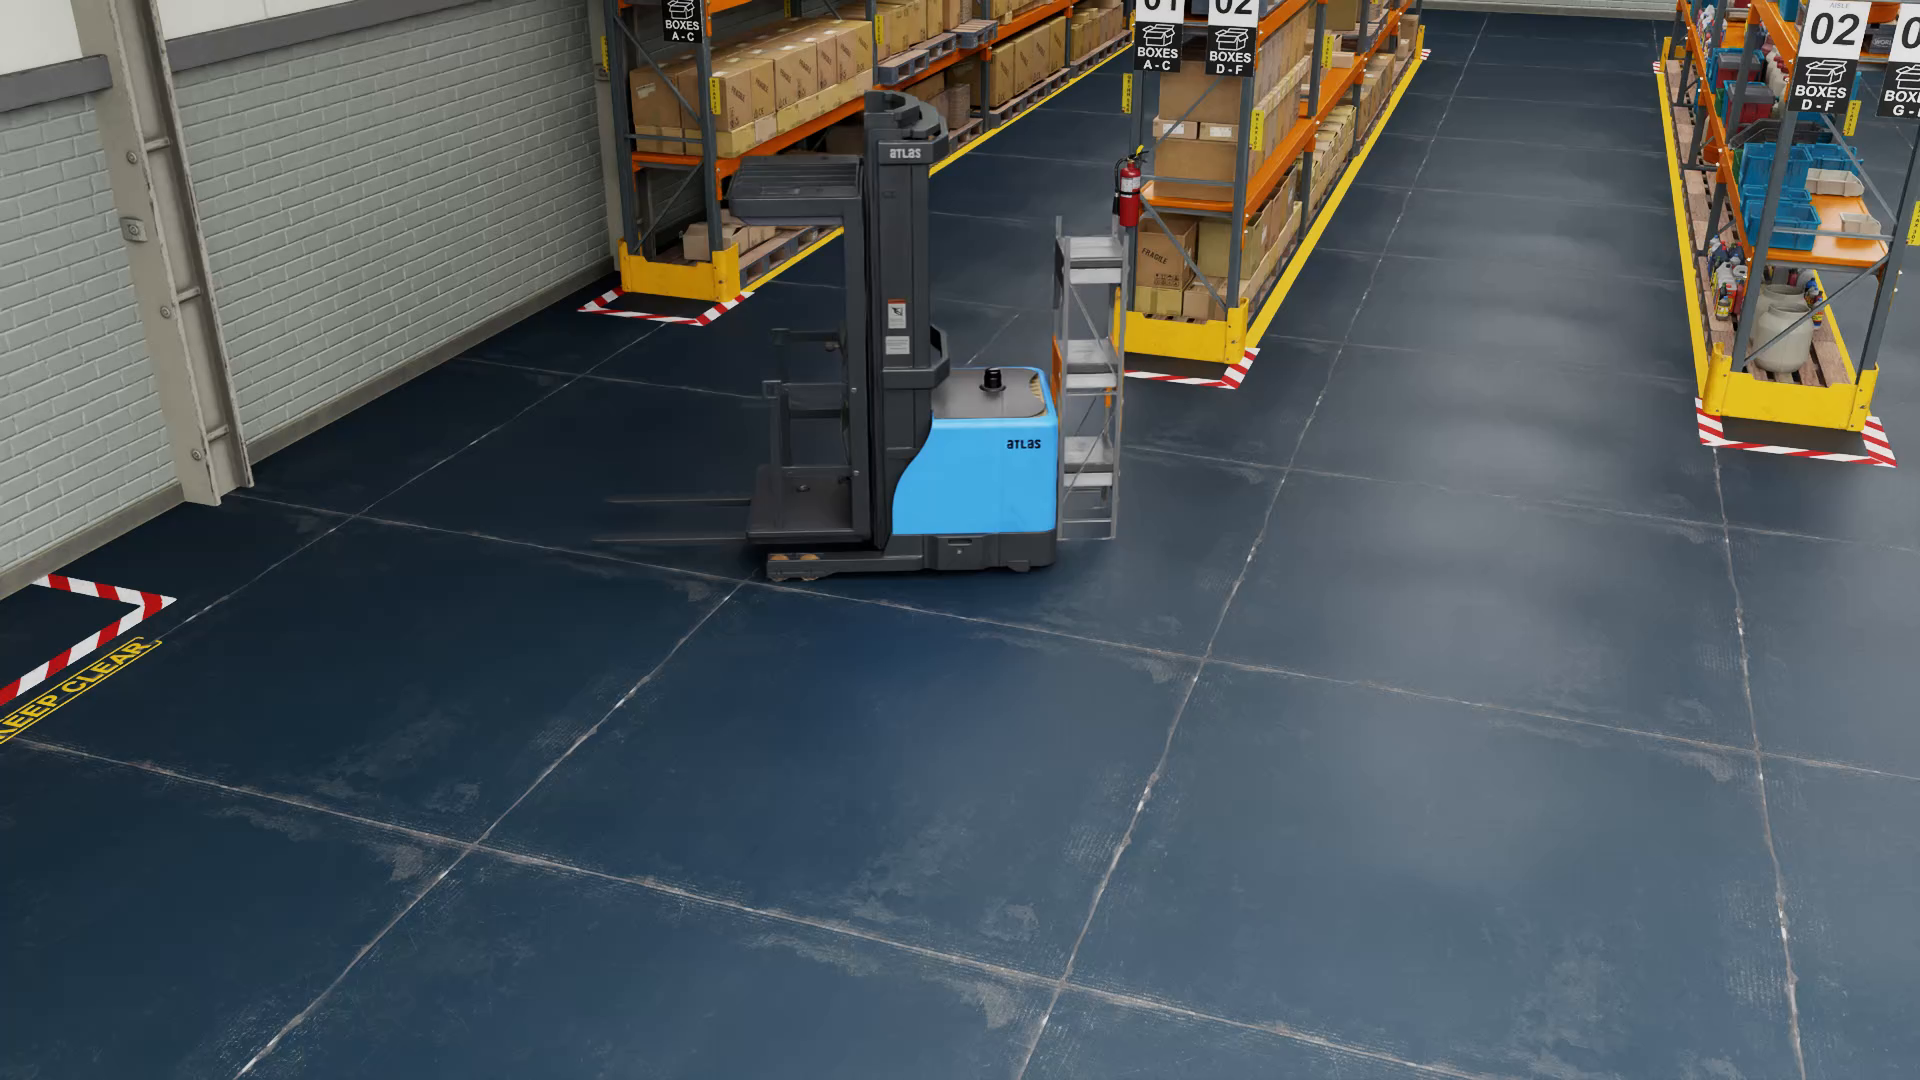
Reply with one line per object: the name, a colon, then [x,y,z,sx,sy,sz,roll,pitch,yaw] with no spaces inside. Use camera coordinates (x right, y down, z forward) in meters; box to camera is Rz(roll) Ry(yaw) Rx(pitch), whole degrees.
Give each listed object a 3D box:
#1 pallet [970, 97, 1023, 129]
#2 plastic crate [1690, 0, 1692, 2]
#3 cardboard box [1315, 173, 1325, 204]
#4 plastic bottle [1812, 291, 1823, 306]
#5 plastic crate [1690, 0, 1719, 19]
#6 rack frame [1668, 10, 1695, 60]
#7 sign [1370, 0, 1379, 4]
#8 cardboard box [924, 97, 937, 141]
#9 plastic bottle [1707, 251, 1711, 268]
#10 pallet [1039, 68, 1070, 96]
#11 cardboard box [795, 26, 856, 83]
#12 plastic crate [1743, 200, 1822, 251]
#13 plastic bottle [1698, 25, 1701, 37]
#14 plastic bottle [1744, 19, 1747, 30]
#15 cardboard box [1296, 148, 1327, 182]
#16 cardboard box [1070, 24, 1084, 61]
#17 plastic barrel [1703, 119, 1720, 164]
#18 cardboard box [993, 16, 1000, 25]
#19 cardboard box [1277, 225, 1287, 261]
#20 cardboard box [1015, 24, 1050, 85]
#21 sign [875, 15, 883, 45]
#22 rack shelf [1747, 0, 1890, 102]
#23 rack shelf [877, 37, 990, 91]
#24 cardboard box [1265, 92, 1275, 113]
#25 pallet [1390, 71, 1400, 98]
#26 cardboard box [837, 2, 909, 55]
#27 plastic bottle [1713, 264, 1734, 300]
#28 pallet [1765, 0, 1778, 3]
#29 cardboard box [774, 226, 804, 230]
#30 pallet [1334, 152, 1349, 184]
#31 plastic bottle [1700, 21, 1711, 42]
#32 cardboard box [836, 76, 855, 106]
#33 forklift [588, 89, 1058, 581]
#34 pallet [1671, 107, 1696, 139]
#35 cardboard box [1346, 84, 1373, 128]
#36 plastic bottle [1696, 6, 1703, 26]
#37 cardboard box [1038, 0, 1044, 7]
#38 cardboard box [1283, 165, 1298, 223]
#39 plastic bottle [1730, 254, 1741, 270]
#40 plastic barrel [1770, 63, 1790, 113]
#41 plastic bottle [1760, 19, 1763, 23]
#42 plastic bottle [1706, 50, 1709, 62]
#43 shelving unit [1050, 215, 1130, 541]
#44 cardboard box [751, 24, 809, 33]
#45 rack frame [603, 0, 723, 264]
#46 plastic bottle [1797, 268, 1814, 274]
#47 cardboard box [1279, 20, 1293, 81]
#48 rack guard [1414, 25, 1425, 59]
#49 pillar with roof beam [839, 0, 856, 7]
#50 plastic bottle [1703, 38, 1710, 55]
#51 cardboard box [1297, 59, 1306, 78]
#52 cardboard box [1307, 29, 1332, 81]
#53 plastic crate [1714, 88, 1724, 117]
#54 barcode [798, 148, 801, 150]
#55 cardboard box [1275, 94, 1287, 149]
pallet: [0.243,-6.091,23.587,1.003,0.211,1.213,9,27,17]
plastic crate: [10.702,-7.642,23.838,0.437,0.125,0.590,9,27,17]
cardboard box: [3.790,-3.963,18.667,0.500,0.250,0.500,9,27,19]
plastic bottle: [7.580,-2.074,14.704,0.061,0.283,0.133,9,27,18]
plastic crate: [10.417,-7.501,23.250,0.392,0.384,0.575,9,27,17]
rack frame: [11.914,-8.884,26.156,1.000,3.000,0.127,9,27,17]
sign: [5.107,-6.758,20.437,0.100,0.325,0.005,9,27,17]
cardboard box: [-0.701,-5.399,21.323,0.700,0.500,0.500,9,27,17]
plastic bottle: [7.334,-2.740,16.173,0.097,0.201,0.097,0,26,0]
pallet: [1.055,-7.093,25.658,1.003,0.211,1.213,9,27,17]
cardboard box: [-1.448,-5.223,17.884,0.500,0.500,0.500,9,27,17]
plastic crate: [6.474,-2.491,13.123,0.499,0.251,0.616,9,27,17]
plastic bottle: [9.819,-6.741,21.959,0.097,0.201,0.097,0,26,0]
plastic bottle: [10.633,-6.952,22.394,0.097,0.201,0.097,0,26,0]
cardboard box: [3.795,-4.215,18.543,0.500,0.311,0.500,8,27,17]
cardboard box: [1.586,-8.033,26.785,0.700,0.500,0.500,9,27,18]
plastic barrel: [9.399,-5.012,20.168,0.600,0.830,0.708,9,27,17]
cardboard box: [0.330,-7.133,22.805,0.380,0.149,0.250,9,27,18]
cardboard box: [2.975,-2.990,16.656,0.500,0.250,0.500,9,27,17]
cardboard box: [0.854,-7.246,24.759,0.750,0.750,0.750,10,27,19]
sign: [-0.907,-5.703,18.594,0.100,0.325,0.005,9,27,17]
rack shelf: [7.255,-4.157,13.776,1.077,0.370,4.000,9,27,17]
rack shelf: [-0.756,-5.887,20.792,1.077,0.370,4.000,9,27,17]
cardboard box: [2.680,-4.025,15.262,0.380,0.149,0.250,8,27,17]
pallet: [6.143,-6.987,25.438,1.003,0.211,1.213,9,27,17]
cardboard box: [-1.027,-6.065,19.714,0.700,0.500,0.500,12,28,23]
plastic bottle: [6.995,-2.358,15.213,0.144,0.351,0.185,10,28,20]
pallet: [7.773,-4.907,14.717,1.213,0.211,1.003,9,27,17]
cardboard box: [-1.956,-3.618,17.644,0.700,0.500,0.500,7,27,14]
pallet: [4.271,-4.728,20.773,1.003,0.211,1.213,9,27,17]
plastic bottle: [9.684,-6.573,21.526,0.152,0.276,0.135,9,27,17]
cardboard box: [-1.467,-4.888,18.053,0.500,0.250,0.500,9,27,18]
forklift: [-0.903,-1.290,10.550,3.031,2.935,1.130,-1,26,-2]
pallet: [10.287,-5.674,22.726,1.003,0.211,1.213,9,27,17]
cardboard box: [5.172,-5.750,22.048,0.500,0.500,0.500,8,27,16]
plastic bottle: [10.059,-7.099,22.603,0.061,0.283,0.133,9,27,17]
cardboard box: [1.028,-7.978,24.550,0.380,0.149,0.250,9,27,17]
cardboard box: [3.126,-3.535,16.922,0.500,0.500,0.500,9,27,17]
plastic bottle: [7.327,-2.574,15.750,0.097,0.271,0.097,0,26,0]
plastic barrel: [8.690,-4.676,17.310,0.433,0.535,0.433,0,26,0]
plastic bottle: [10.524,-6.717,21.737,0.144,0.351,0.185,9,27,17]
plastic bottle: [9.117,-5.874,20.169,0.097,0.201,0.097,0,26,0]
shelving unit: [0.838,-1.052,11.014,0.431,2.100,0.503,-2,26,-3]
cardboard box: [-1.951,-5.293,18.029,0.500,0.500,0.500,9,27,17]
rack frame: [-2.753,-3.745,15.543,1.000,3.000,0.127,9,27,17]
plastic bottle: [7.807,-2.440,15.382,0.144,0.351,0.185,9,27,17]
cardboard box: [2.775,-4.704,15.921,0.700,0.500,0.500,9,27,17]
rack guard: [7.219,-8.447,28.123,1.175,0.500,0.348,9,27,17]
pillar with roof beam: [2.721,-8.700,18.892,9.100,9.000,0.400,9,27,17]
plastic bottle: [9.343,-6.154,20.747,0.097,0.201,0.097,0,26,0]
cardboard box: [3.278,-4.765,16.790,0.380,0.149,0.250,8,27,16]
cardboard box: [4.039,-5.669,19.402,0.500,0.500,0.500,7,27,15]
plastic crate: [8.234,-4.614,17.580,0.450,0.188,0.662,9,27,17]
barcode: [-1.828,-4.419,18.931,0.001,0.075,0.075,9,27,17]
cardboard box: [2.769,-4.111,16.183,0.700,0.500,0.500,9,27,18]
